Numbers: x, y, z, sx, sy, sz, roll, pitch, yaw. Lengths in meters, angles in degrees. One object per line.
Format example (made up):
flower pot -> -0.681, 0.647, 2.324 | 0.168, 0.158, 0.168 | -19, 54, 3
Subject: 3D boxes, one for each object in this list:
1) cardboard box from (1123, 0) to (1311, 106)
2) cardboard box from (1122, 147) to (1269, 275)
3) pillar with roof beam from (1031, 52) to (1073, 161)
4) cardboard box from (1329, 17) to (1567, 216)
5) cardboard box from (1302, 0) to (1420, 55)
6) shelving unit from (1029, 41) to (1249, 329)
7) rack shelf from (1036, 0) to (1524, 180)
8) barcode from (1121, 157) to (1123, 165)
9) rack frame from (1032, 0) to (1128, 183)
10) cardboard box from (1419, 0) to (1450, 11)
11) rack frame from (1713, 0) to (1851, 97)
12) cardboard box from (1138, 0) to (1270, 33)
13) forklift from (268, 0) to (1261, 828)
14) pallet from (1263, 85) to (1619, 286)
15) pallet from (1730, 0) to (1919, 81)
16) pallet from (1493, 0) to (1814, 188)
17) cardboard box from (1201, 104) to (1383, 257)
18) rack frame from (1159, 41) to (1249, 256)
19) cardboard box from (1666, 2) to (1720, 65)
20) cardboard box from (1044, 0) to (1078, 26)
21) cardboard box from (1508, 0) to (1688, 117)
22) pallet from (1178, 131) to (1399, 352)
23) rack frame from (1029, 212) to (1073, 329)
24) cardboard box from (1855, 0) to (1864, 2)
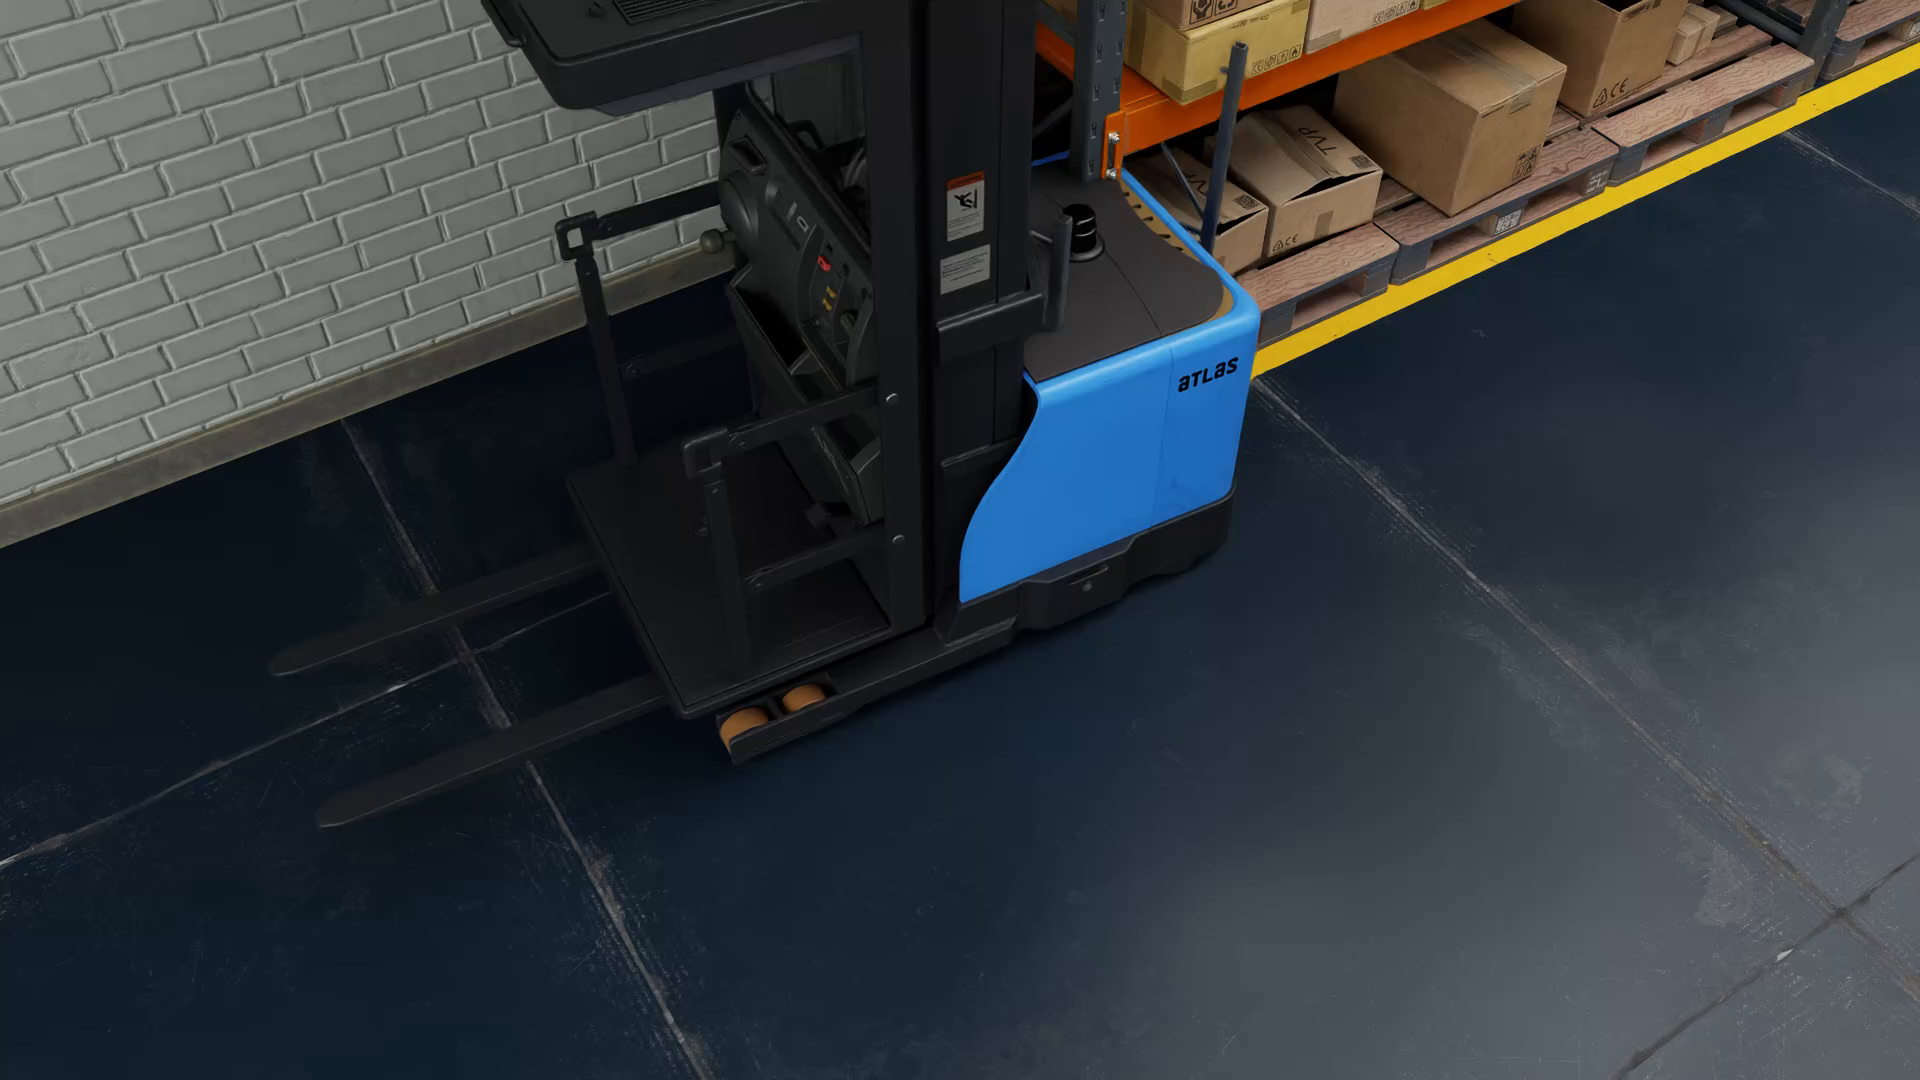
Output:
cardboard box -> 0.761, -1.693, 5.336 | 0.500, 0.250, 0.500 | -27, 54, -22
cardboard box -> 0.812, -1.213, 6.328 | 0.500, 0.311, 0.500 | -31, 55, -25
pillar with roof beam -> 2.607, -1.844, 1.366 | 0.400, 9.000, 9.100 | -25, 53, -21
cardboard box -> 1.941, -1.764, 6.692 | 0.500, 0.500, 0.700 | -28, 54, -23
cardboard box -> 1.193, -1.909, 5.529 | 0.500, 0.250, 0.500 | -27, 54, -22
shelving unit -> 0.369, -0.817, 5.476 | 0.538, 1.500, 1.048 | 28, 55, 21
rack shelf -> 1.871, -2.300, 6.271 | 4.000, 0.370, 1.077 | -25, 53, -21
barcode -> 0.614, -1.476, 6.556 | 0.075, 0.075, 0.001 | -25, 53, -21
rack frame -> 0.179, -1.742, 5.293 | 0.127, 3.000, 1.000 | -25, 53, -21
cardboard box -> 1.627, -2.108, 5.706 | 0.500, 0.250, 0.500 | -26, 53, -21
rack frame -> 3.562, -3.336, 6.713 | 0.127, 3.000, 1.000 | -25, 53, -21
cardboard box -> 0.743, -1.949, 5.062 | 0.500, 0.500, 0.500 | -25, 53, -21
forklift -> -0.633, -0.753, 4.458 | 3.031, 2.935, 1.130 | -21, 52, -18
pallet -> 1.980, -1.630, 7.060 | 1.213, 0.211, 1.003 | -25, 53, -21
pallet -> 4.220, -2.720, 8.031 | 1.213, 0.211, 1.003 | -25, 53, -21
pallet -> 3.013, -2.119, 7.496 | 1.213, 0.211, 1.003 | -25, 53, -21
cardboard box -> 1.294, -1.441, 6.530 | 0.500, 0.311, 0.500 | -21, 52, -18
rack frame -> 0.657, -1.135, 5.749 | 0.500, 1.500, 0.032 | 28, 55, 21
cardboard box -> 3.126, -2.308, 7.400 | 0.250, 0.166, 0.380 | -32, 56, -25
cardboard box -> 0.471, -2.008, 5.617 | 0.500, 0.250, 0.500 | -25, 53, -20
cardboard box -> 2.706, -2.212, 7.091 | 0.500, 0.500, 0.500 | -29, 54, -23
pallet -> 0.949, -1.147, 6.630 | 1.213, 0.211, 1.003 | -25, 53, -21
rack frame -> 0.081, -0.500, 5.203 | 0.500, 1.500, 0.032 | 28, 55, 21
cardboard box -> 4.176, -2.955, 7.752 | 0.500, 0.500, 0.700 | -24, 52, -20
